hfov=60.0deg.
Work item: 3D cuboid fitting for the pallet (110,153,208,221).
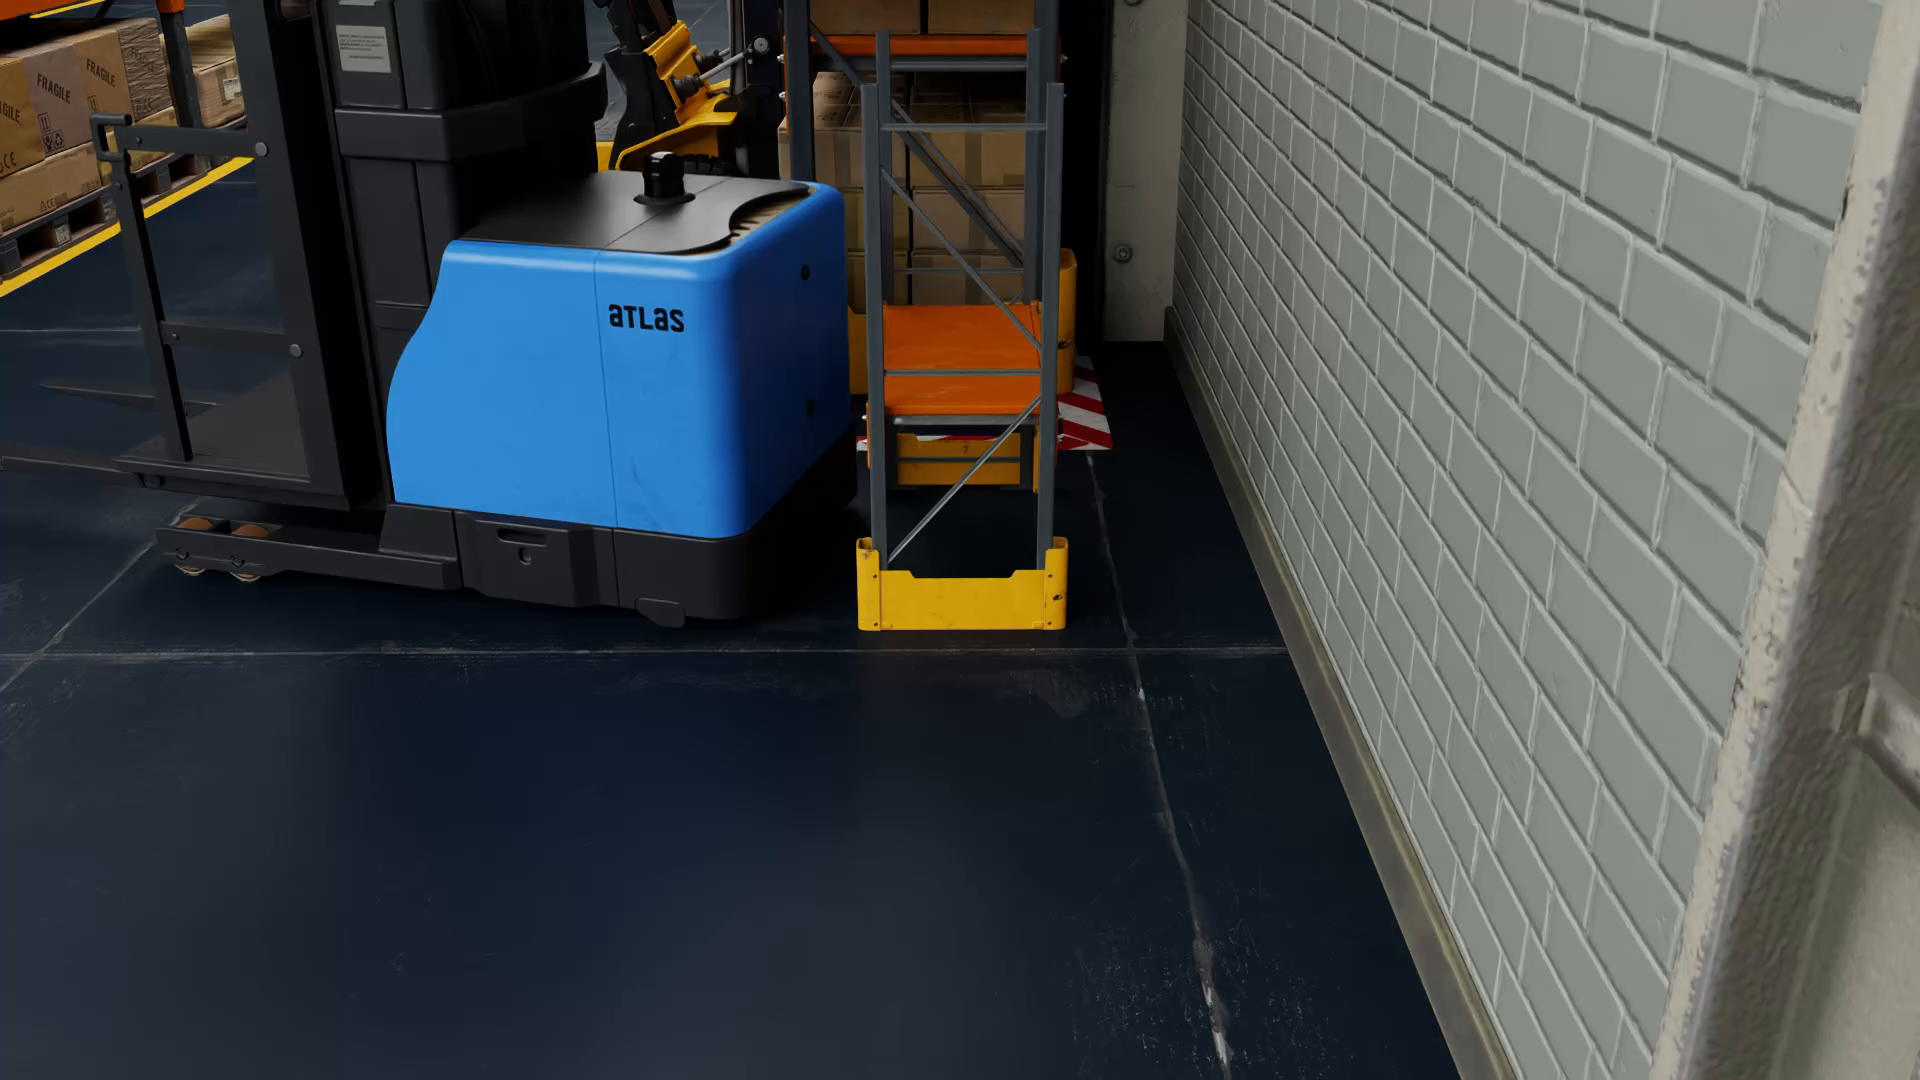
[{"bbox_3d":[-5.104,-2.090,9.614,1.003,0.211,1.213,0,24,-1],"label":"pallet"}]

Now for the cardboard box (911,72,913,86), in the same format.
[{"bbox_3d":[-0.481,-2.222,8.137,0.500,0.250,0.500,-1,24,-2],"label":"cardboard box"}]

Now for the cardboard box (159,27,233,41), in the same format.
[{"bbox_3d":[-5.175,-3.430,11.873,0.950,0.372,0.625,1,24,1],"label":"cardboard box"}]

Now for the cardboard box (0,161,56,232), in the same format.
[{"bbox_3d":[-4.852,-1.696,8.187,0.500,0.250,0.500,1,24,3],"label":"cardboard box"}]

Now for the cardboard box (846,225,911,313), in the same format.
[{"bbox_3d":[-0.460,-1.143,6.965,0.500,0.250,0.500,0,24,0],"label":"cardboard box"}]

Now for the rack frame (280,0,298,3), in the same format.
[{"bbox_3d":[-5.190,-5.285,13.296,1.000,3.000,0.127,0,24,-1],"label":"rack frame"}]

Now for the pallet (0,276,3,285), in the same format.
[{"bbox_3d":[-5.077,-1.084,7.391,1.003,0.211,1.213,0,24,-1],"label":"pallet"}]

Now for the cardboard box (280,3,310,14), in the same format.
[{"bbox_3d":[-5.194,-4.046,13.236,0.950,0.372,0.625,-2,24,-4],"label":"cardboard box"}]

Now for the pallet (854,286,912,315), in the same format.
[{"bbox_3d":[-0.190,-1.057,7.331,1.003,0.211,1.213,0,24,-1],"label":"pallet"}]

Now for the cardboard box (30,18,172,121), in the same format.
[{"bbox_3d":[-4.872,-2.674,9.440,0.500,0.500,0.500,-1,24,-1],"label":"cardboard box"}]

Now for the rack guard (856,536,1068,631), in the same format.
[{"bbox_3d":[0.006,0.123,4.675,0.587,0.250,0.087,0,24,-1],"label":"rack guard"}]

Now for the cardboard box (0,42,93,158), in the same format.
[{"bbox_3d":[-4.858,-2.255,8.512,0.500,0.500,0.500,1,24,2],"label":"cardboard box"}]

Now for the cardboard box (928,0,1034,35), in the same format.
[{"bbox_3d":[0.133,-2.263,6.493,0.500,0.500,0.500,1,24,1],"label":"cardboard box"}]

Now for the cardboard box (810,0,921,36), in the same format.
[{"bbox_3d":[-0.407,-2.260,6.485,0.500,0.500,0.500,-1,24,-2],"label":"cardboard box"}]

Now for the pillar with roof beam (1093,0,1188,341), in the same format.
[{"bbox_3d":[-3.550,-5.017,5.424,9.100,9.000,0.400,0,24,-1],"label":"pillar with roof beam"}]

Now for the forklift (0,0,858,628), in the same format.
[{"bbox_3d":[-1.908,-1.413,4.817,3.031,2.935,1.130,6,25,14],"label":"forklift"}]

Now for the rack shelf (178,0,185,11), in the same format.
[{"bbox_3d":[-5.168,-4.133,11.622,1.077,0.370,4.000,0,24,-1],"label":"rack shelf"}]

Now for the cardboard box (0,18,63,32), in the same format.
[{"bbox_3d":[-5.410,-2.673,9.437,0.500,0.500,0.500,1,24,2],"label":"cardboard box"}]

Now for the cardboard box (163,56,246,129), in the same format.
[{"bbox_3d":[-5.155,-2.847,10.584,0.950,0.372,0.625,0,24,0],"label":"cardboard box"}]

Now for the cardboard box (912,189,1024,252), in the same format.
[{"bbox_3d":[0.063,-1.373,6.867,0.500,0.250,0.500,0,24,0],"label":"cardboard box"}]

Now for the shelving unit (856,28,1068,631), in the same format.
[{"bbox_3d":[0.001,-0.652,4.871,0.587,1.500,1.083,0,24,-1],"label":"shelving unit"}]

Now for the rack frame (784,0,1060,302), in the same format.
[{"bbox_3d":[-0.139,-2.012,6.060,1.000,3.000,0.127,0,24,-1],"label":"rack frame"}]

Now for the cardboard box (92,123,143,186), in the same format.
[{"bbox_3d":[-4.855,-2.114,9.110,0.500,0.250,0.500,-1,24,-2],"label":"cardboard box"}]

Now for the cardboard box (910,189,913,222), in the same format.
[{"bbox_3d":[-0.452,-1.585,7.334,0.500,0.250,0.500,0,24,-1],"label":"cardboard box"}]

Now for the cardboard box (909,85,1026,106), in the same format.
[{"bbox_3d":[0.036,-1.811,7.229,0.500,0.250,0.500,0,24,0],"label":"cardboard box"}]

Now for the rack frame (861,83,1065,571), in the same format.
[{"bbox_3d":[0.006,-0.439,4.400,0.500,1.500,0.032,0,24,-1],"label":"rack frame"}]

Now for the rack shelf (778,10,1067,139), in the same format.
[{"bbox_3d":[-0.161,-2.509,8.030,1.077,0.370,4.000,0,24,-1],"label":"rack shelf"}]

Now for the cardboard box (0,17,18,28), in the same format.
[{"bbox_3d":[-5.469,-2.916,9.188,0.380,0.149,0.250,0,24,0],"label":"cardboard box"}]

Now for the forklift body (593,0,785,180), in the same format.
[{"bbox_3d":[-1.984,-2.399,7.944,2.313,2.155,1.214,0,24,-1],"label":"forklift body"}]

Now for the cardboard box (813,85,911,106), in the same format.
[{"bbox_3d":[-0.468,-1.805,7.215,0.500,0.250,0.500,0,24,0],"label":"cardboard box"}]
